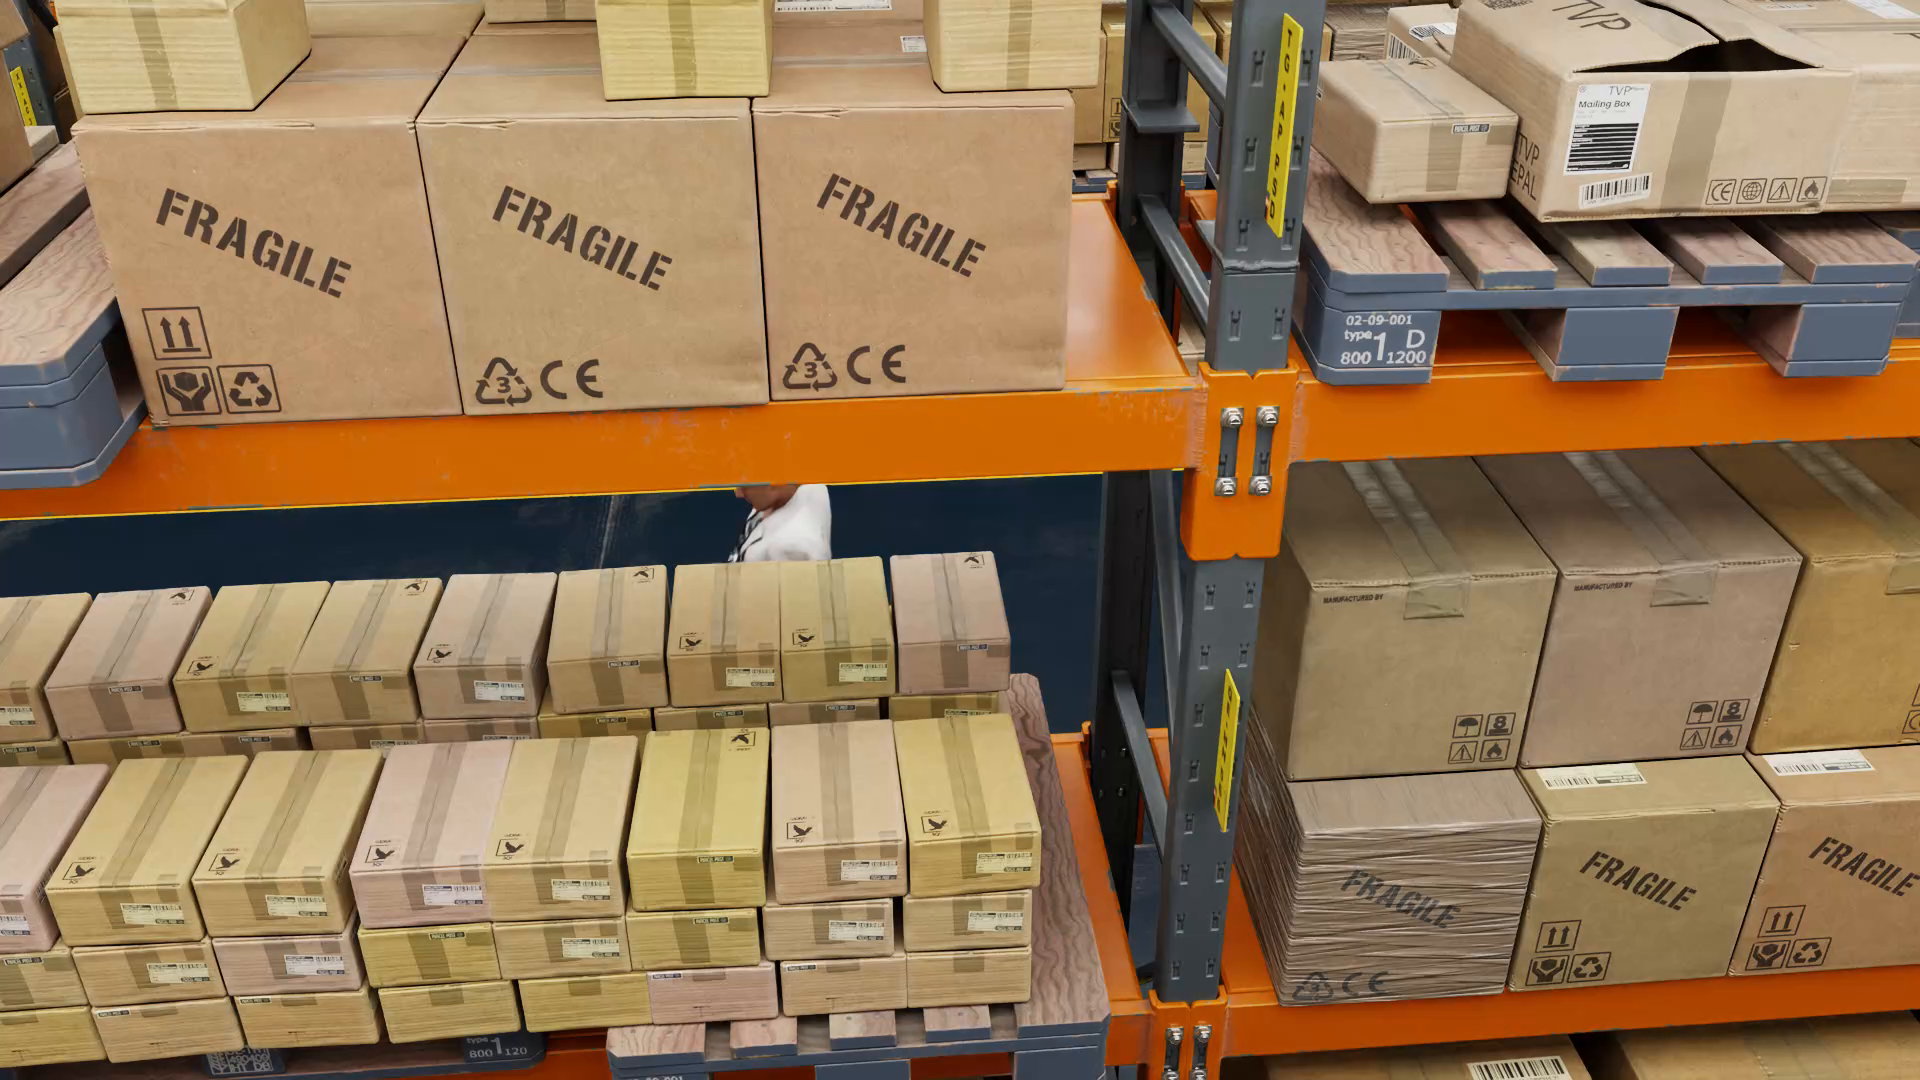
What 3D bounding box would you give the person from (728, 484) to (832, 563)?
[{"bbox_3d":[-0.575,0.423,5.459,0.378,1.761,0.572,-2,31,-3],"label":"person"}]
